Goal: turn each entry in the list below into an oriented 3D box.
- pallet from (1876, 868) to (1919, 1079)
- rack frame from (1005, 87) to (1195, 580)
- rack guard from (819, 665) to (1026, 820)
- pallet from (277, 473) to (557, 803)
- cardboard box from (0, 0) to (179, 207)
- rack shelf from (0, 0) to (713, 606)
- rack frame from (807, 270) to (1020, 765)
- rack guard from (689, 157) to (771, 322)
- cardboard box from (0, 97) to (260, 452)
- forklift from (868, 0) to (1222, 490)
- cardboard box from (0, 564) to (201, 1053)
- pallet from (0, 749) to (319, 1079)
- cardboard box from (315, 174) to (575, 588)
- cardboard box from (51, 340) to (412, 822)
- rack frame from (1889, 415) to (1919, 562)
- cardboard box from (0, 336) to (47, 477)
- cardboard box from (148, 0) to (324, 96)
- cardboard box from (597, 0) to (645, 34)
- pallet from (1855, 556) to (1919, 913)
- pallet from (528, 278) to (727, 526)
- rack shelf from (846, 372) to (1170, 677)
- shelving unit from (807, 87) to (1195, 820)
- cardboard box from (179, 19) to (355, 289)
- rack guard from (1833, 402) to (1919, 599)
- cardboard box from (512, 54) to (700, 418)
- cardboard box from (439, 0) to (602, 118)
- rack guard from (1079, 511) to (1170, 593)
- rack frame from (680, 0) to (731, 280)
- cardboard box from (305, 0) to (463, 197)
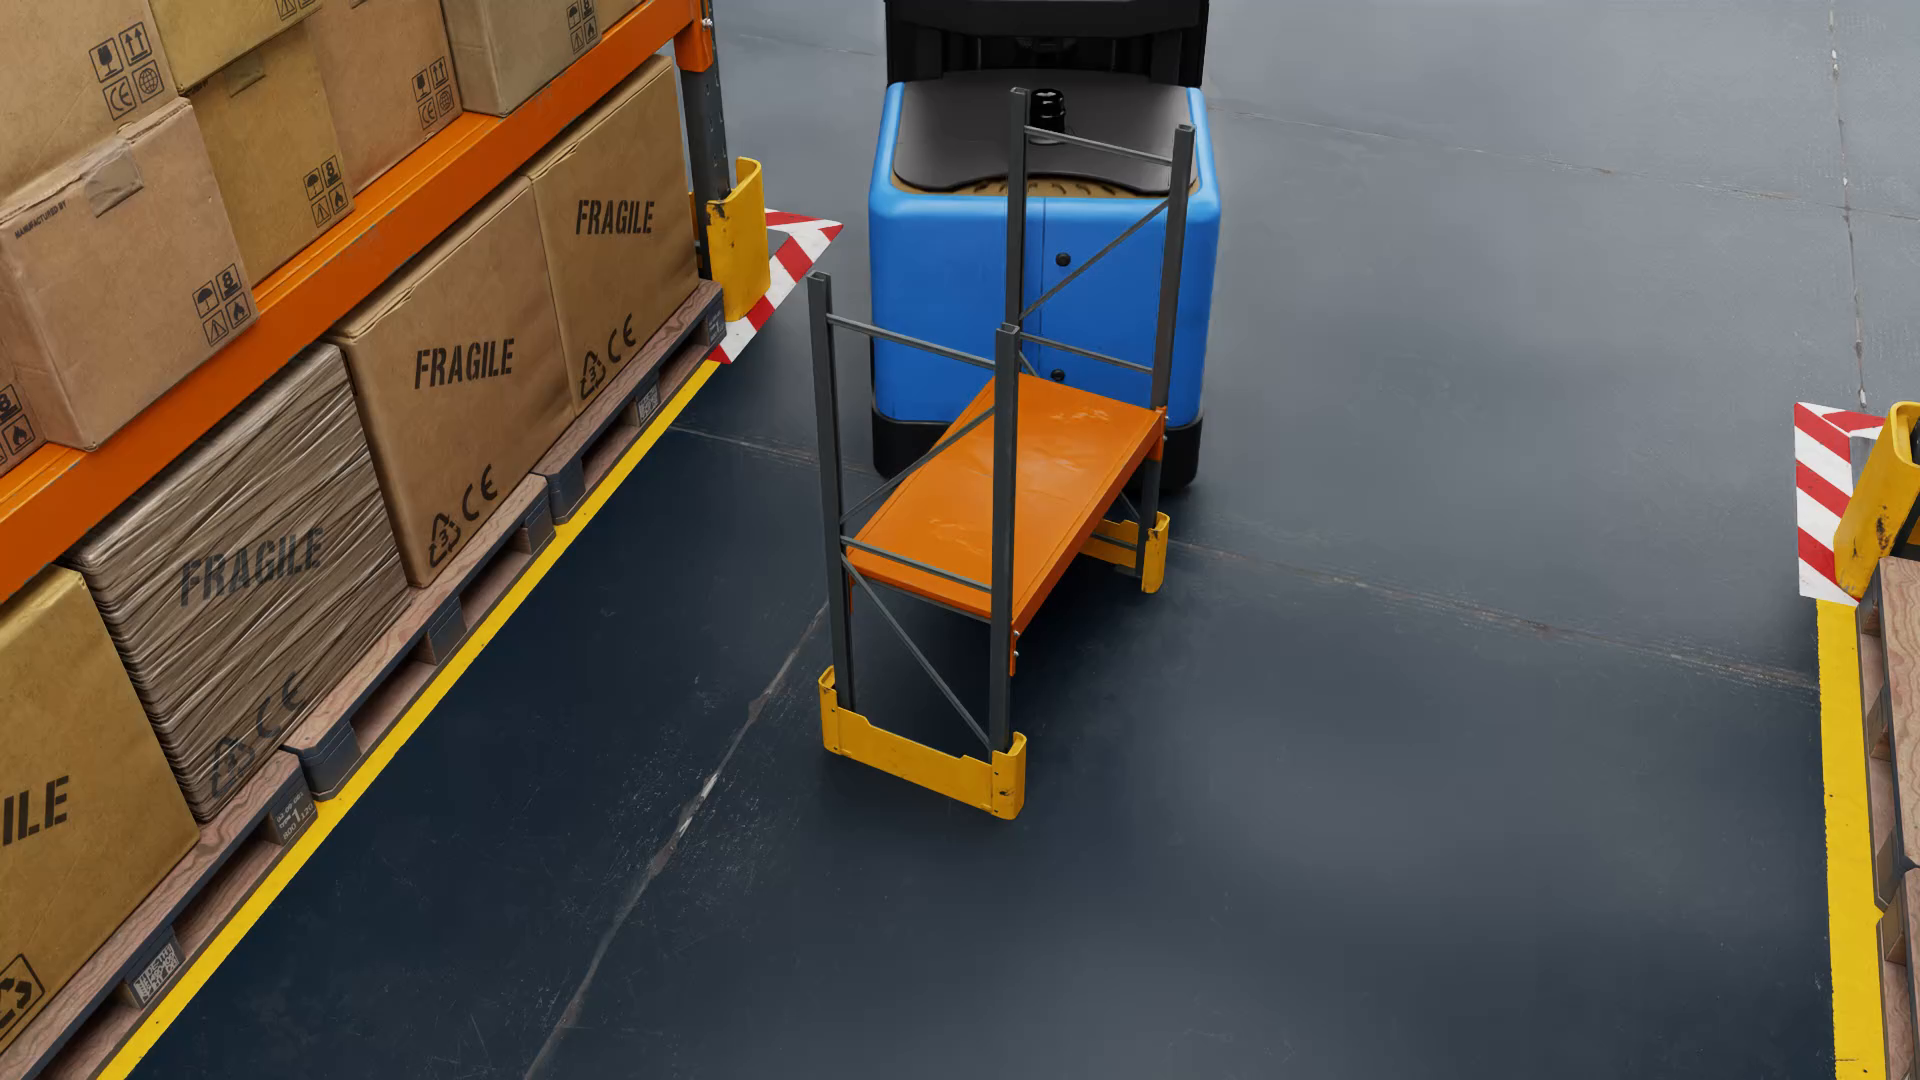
[{"bbox_3d":[2.545,1.338,3.519,1.003,0.211,1.213,13,42,15],"label":"pallet"},{"bbox_3d":[0.358,-0.525,4.710,0.500,1.500,0.032,18,44,20],"label":"rack frame"},{"bbox_3d":[-0.103,0.538,4.427,0.587,0.250,0.087,18,44,20],"label":"rack guard"},{"bbox_3d":[-1.944,0.147,4.916,1.003,0.211,1.213,13,42,15],"label":"pallet"},{"bbox_3d":[-2.142,-1.067,3.241,0.875,0.550,0.550,13,42,15],"label":"cardboard box"},{"bbox_3d":[-2.009,-0.667,4.275,1.077,0.370,4.000,13,42,15],"label":"rack shelf"},{"bbox_3d":[-0.104,0.063,4.021,0.500,1.500,0.032,18,44,20],"label":"rack frame"},{"bbox_3d":[-1.317,-1.225,6.300,1.175,0.500,0.348,13,42,15],"label":"rack guard"},{"bbox_3d":[-2.116,-0.650,3.585,0.875,0.550,0.550,13,42,15],"label":"cardboard box"},{"bbox_3d":[0.302,-2.214,5.587,1.130,2.935,3.031,2,40,2],"label":"forklift"},{"bbox_3d":[-2.413,0.559,3.597,0.875,0.875,0.875,14,42,16],"label":"cardboard box"},{"bbox_3d":[-2.360,0.893,4.040,1.003,0.211,1.213,13,42,15],"label":"pallet"},{"bbox_3d":[-1.794,-0.547,4.893,0.875,0.875,0.875,13,42,14],"label":"cardboard box"},{"bbox_3d":[-2.108,0.009,4.242,0.875,0.875,0.875,14,42,15],"label":"cardboard box"},{"bbox_3d":[3.301,-0.998,4.109,1.000,3.000,0.127,13,42,15],"label":"rack frame"},{"bbox_3d":[-2.412,-0.346,3.229,0.875,0.550,0.550,13,42,15],"label":"cardboard box"},{"bbox_3d":[-1.968,-1.392,3.622,0.875,0.550,0.500,13,42,15],"label":"cardboard box"},{"bbox_3d":[-1.410,-1.982,5.146,0.875,0.550,0.550,13,42,15],"label":"cardboard box"},{"bbox_3d":[2.964,0.596,4.388,1.003,0.211,1.213,13,42,15],"label":"pallet"},{"bbox_3d":[-1.525,-0.595,5.785,1.003,0.211,1.213,13,42,15],"label":"pallet"},{"bbox_3d":[0.127,-0.094,4.482,0.538,0.185,1.000,18,44,20],"label":"rack shelf"},{"bbox_3d":[0.123,-0.226,4.359,0.587,1.500,1.083,18,44,20],"label":"shelving unit"},{"bbox_3d":[-2.029,-0.995,3.990,0.875,0.550,0.500,13,42,15],"label":"cardboard box"},{"bbox_3d":[3.275,-0.001,4.866,1.175,0.500,0.348,13,42,15],"label":"rack guard"},{"bbox_3d":[-1.495,-1.084,5.523,0.875,0.875,0.875,14,42,15],"label":"cardboard box"},{"bbox_3d":[-1.577,-1.641,4.747,0.875,0.550,0.550,13,42,15],"label":"cardboard box"},{"bbox_3d":[0.349,-0.038,5.102,0.587,0.250,0.087,18,44,20],"label":"rack guard"},{"bbox_3d":[-1.326,-2.161,5.472,1.000,3.000,0.127,13,42,15],"label":"rack frame"},{"bbox_3d":[-1.887,-1.328,4.379,0.875,0.550,0.550,13,42,15],"label":"cardboard box"}]
